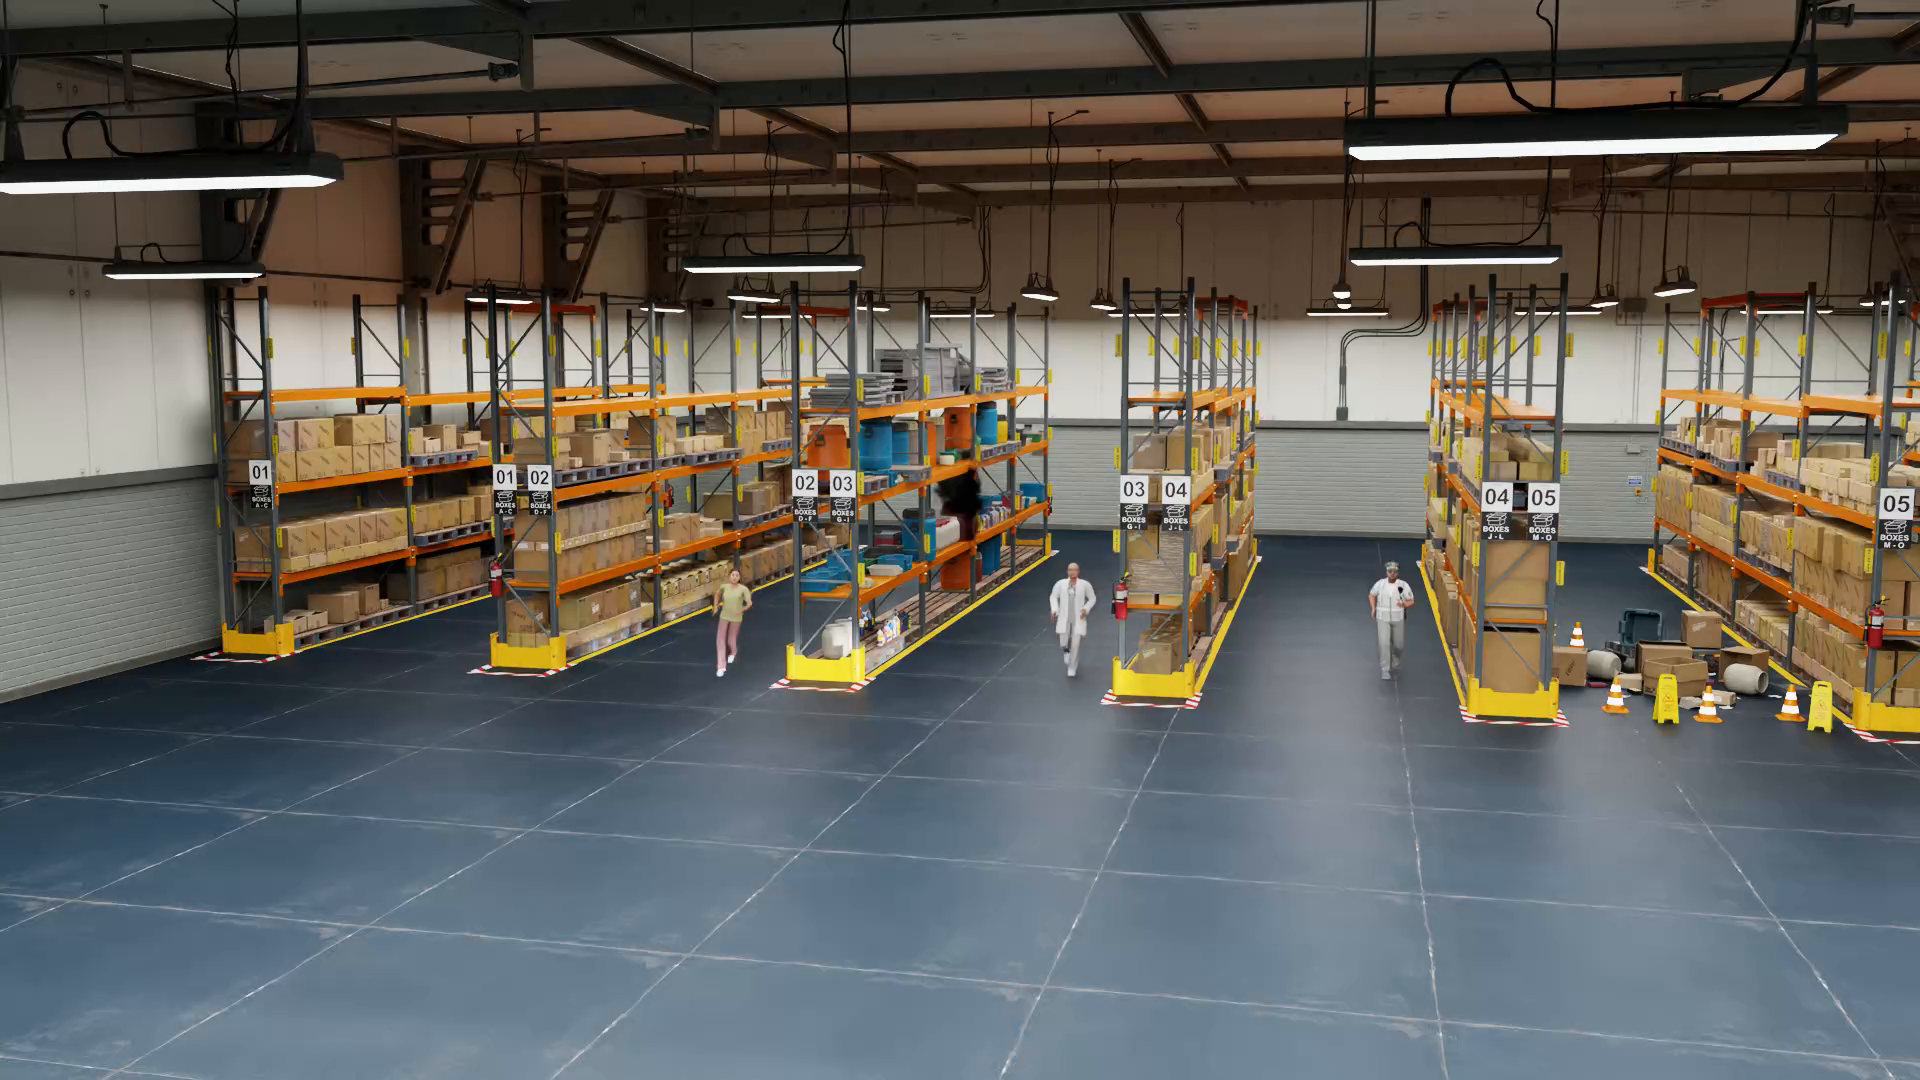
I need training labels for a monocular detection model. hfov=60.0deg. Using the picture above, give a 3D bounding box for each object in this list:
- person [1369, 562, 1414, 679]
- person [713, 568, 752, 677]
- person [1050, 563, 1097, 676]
[{"bbox_3d":[6.588,1.201,25.423,0.673,1.755,0.923,2,7,14],"label":"person"},{"bbox_3d":[-3.525,1.249,25.811,0.616,1.665,0.803,1,7,5],"label":"person"},{"bbox_3d":[1.735,1.214,25.571,0.724,1.724,0.643,1,7,9],"label":"person"}]
